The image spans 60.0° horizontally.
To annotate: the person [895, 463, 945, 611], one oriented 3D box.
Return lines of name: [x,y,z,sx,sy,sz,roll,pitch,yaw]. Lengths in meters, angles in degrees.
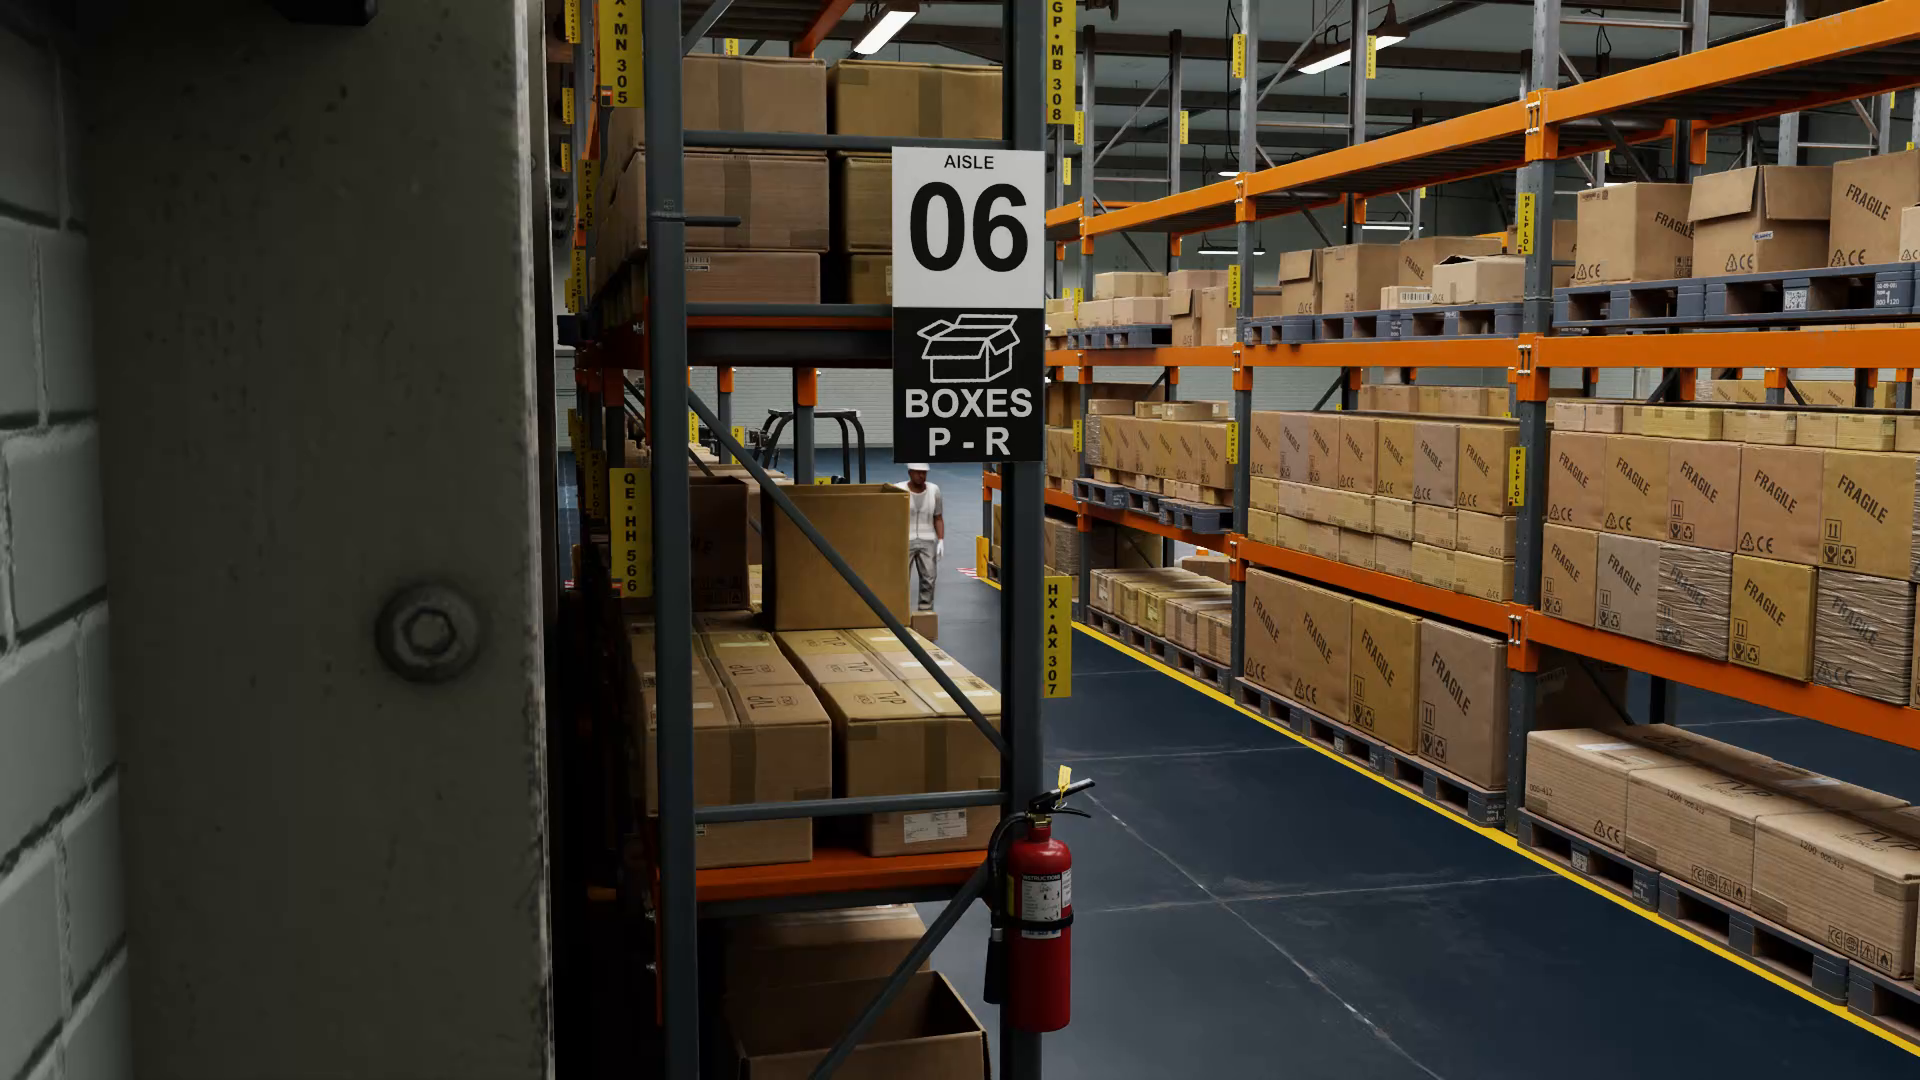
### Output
person: [-0.436,0.055,16.324,0.598,1.774,0.442,-2,6,-16]
